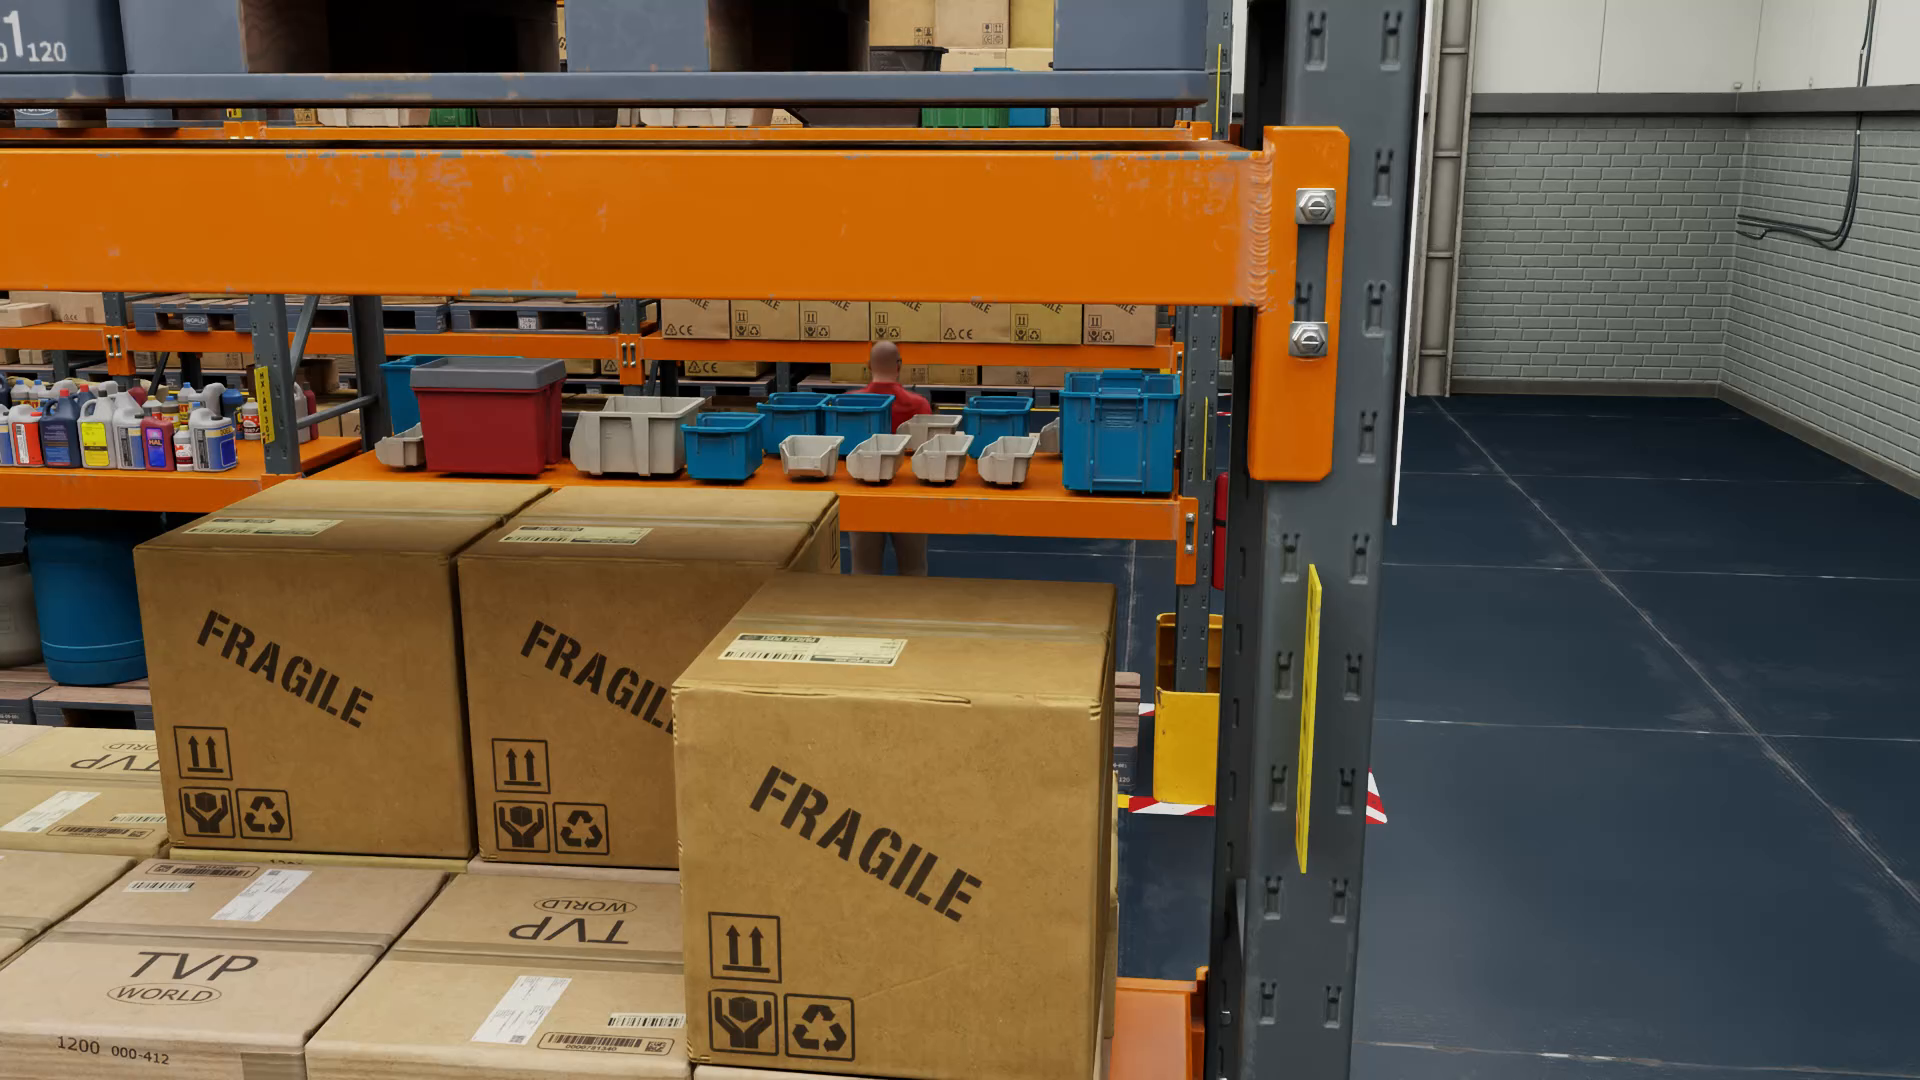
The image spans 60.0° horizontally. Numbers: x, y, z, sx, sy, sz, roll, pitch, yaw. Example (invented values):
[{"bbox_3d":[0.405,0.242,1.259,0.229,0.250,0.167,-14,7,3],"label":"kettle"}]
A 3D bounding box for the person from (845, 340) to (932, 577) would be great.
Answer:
[{"bbox_3d":[-0.386,-0.212,8.888,0.558,1.740,0.434,2,14,7],"label":"person"}]
